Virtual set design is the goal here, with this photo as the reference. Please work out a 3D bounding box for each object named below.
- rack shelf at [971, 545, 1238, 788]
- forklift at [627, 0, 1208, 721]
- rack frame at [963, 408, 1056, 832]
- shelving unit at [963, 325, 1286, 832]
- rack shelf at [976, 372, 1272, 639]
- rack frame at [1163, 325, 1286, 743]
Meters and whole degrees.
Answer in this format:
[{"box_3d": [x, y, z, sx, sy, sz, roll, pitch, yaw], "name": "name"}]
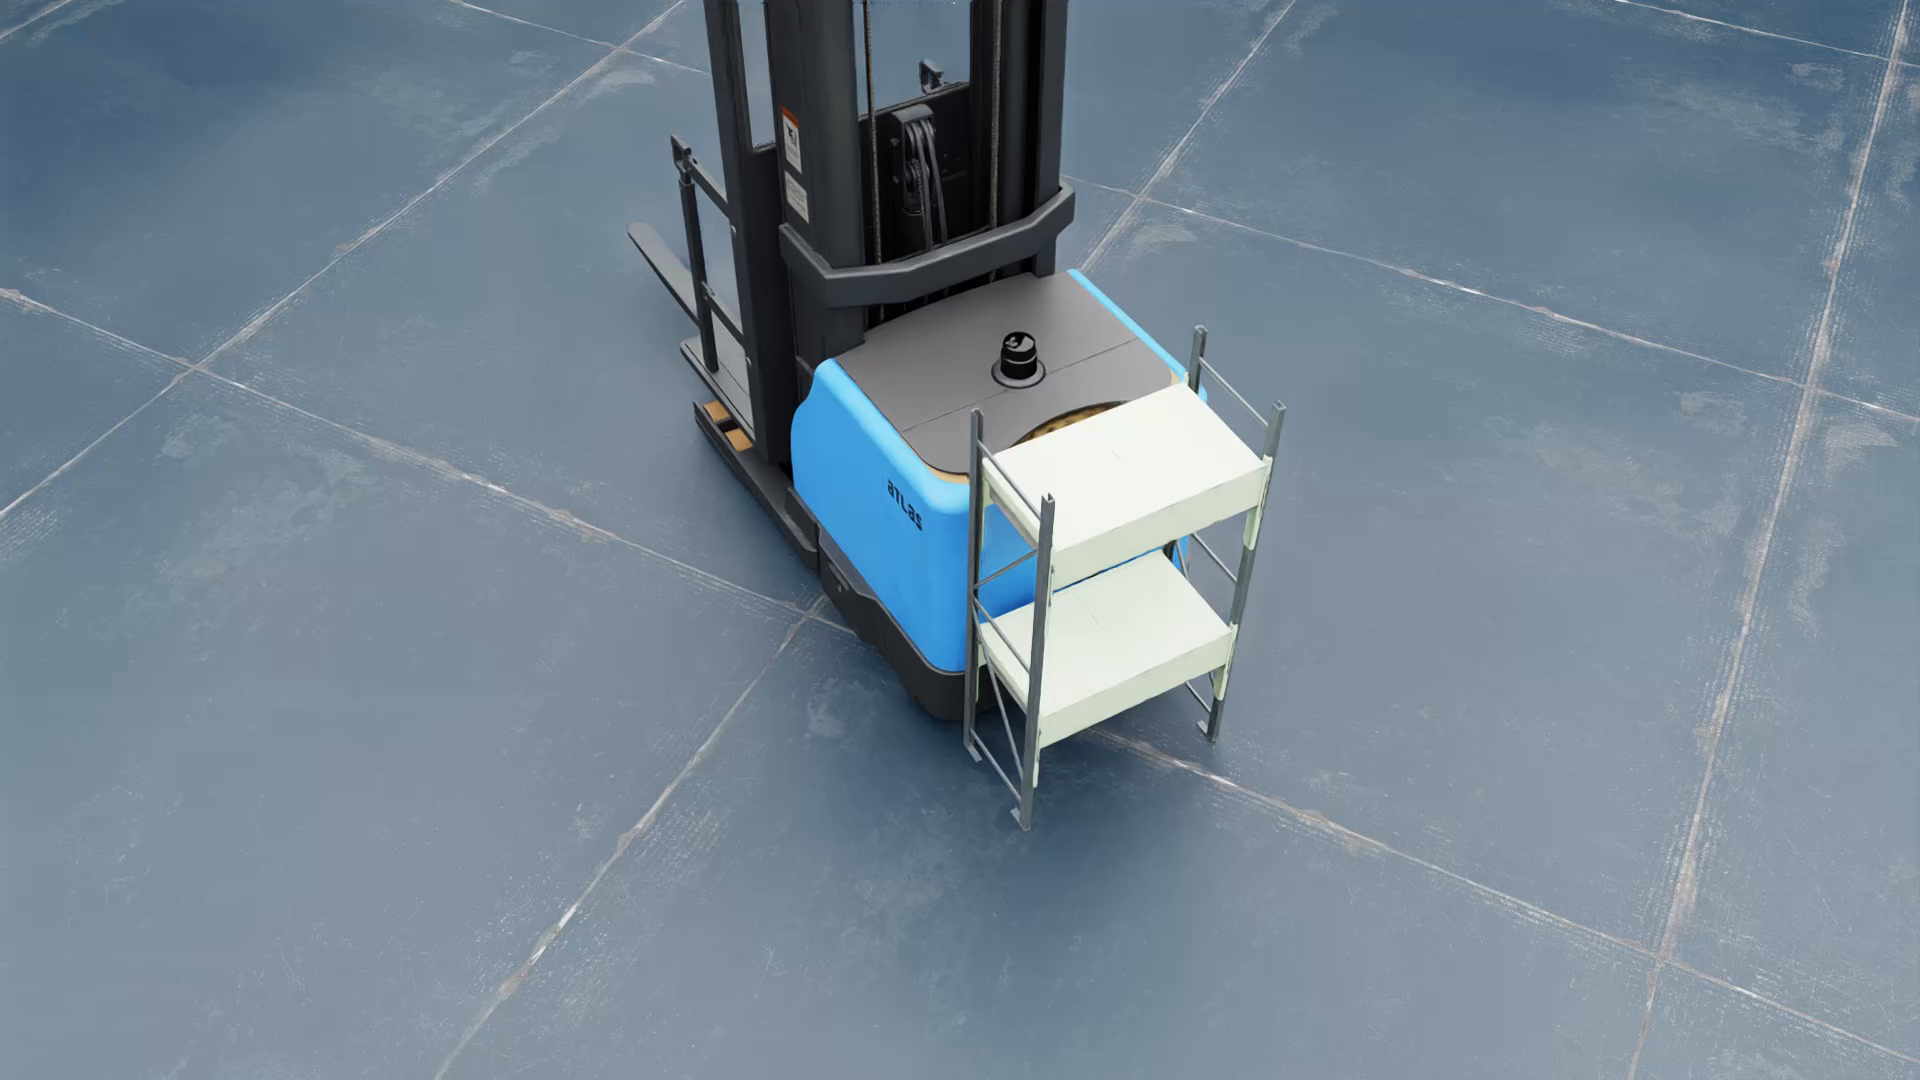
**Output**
[{"box_3d": [0.442, 0.385, 5.264, 0.720, 0.370, 0.431, -22, 51, -20], "name": "rack shelf"}, {"box_3d": [-0.395, -1.461, 5.633, 1.130, 2.935, 3.031, -23, 50, -21], "name": "forklift"}, {"box_3d": [0.128, 0.290, 4.901, 0.023, 1.500, 0.400, -22, 51, -20], "name": "rack frame"}, {"box_3d": [0.446, 0.162, 5.027, 0.755, 1.500, 0.431, -22, 51, -20], "name": "shelving unit"}, {"box_3d": [0.451, -0.106, 4.744, 0.720, 0.370, 0.431, -22, 51, -20], "name": "rack shelf"}, {"box_3d": [0.765, 0.034, 5.154, 0.023, 1.500, 0.400, -22, 51, -20], "name": "rack frame"}]
